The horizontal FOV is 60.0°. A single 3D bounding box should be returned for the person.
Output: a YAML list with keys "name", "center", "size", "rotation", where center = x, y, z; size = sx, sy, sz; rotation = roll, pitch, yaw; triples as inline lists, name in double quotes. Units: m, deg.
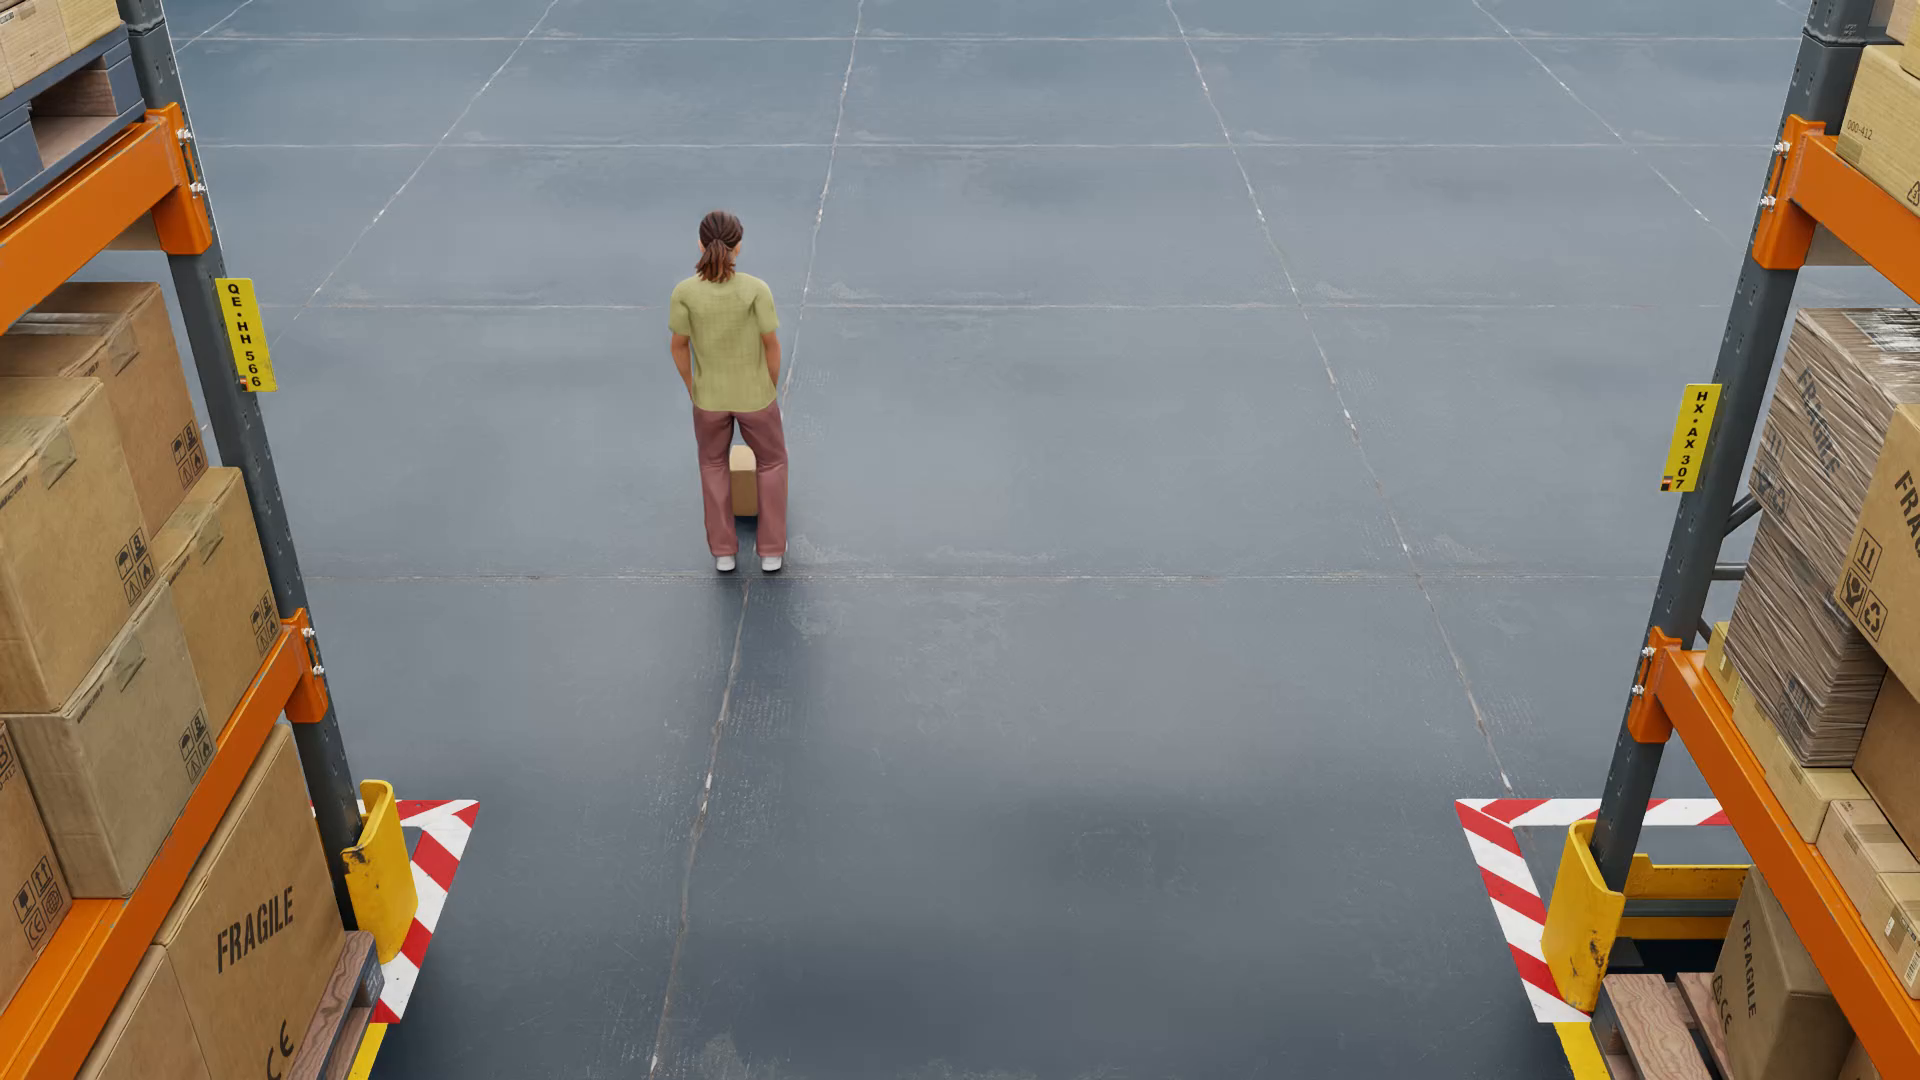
- name: "person"
  center: [-0.993, -0.620, 7.197]
  size: [0.470, 1.627, 0.388]
  rotation: [1, 32, 1]
